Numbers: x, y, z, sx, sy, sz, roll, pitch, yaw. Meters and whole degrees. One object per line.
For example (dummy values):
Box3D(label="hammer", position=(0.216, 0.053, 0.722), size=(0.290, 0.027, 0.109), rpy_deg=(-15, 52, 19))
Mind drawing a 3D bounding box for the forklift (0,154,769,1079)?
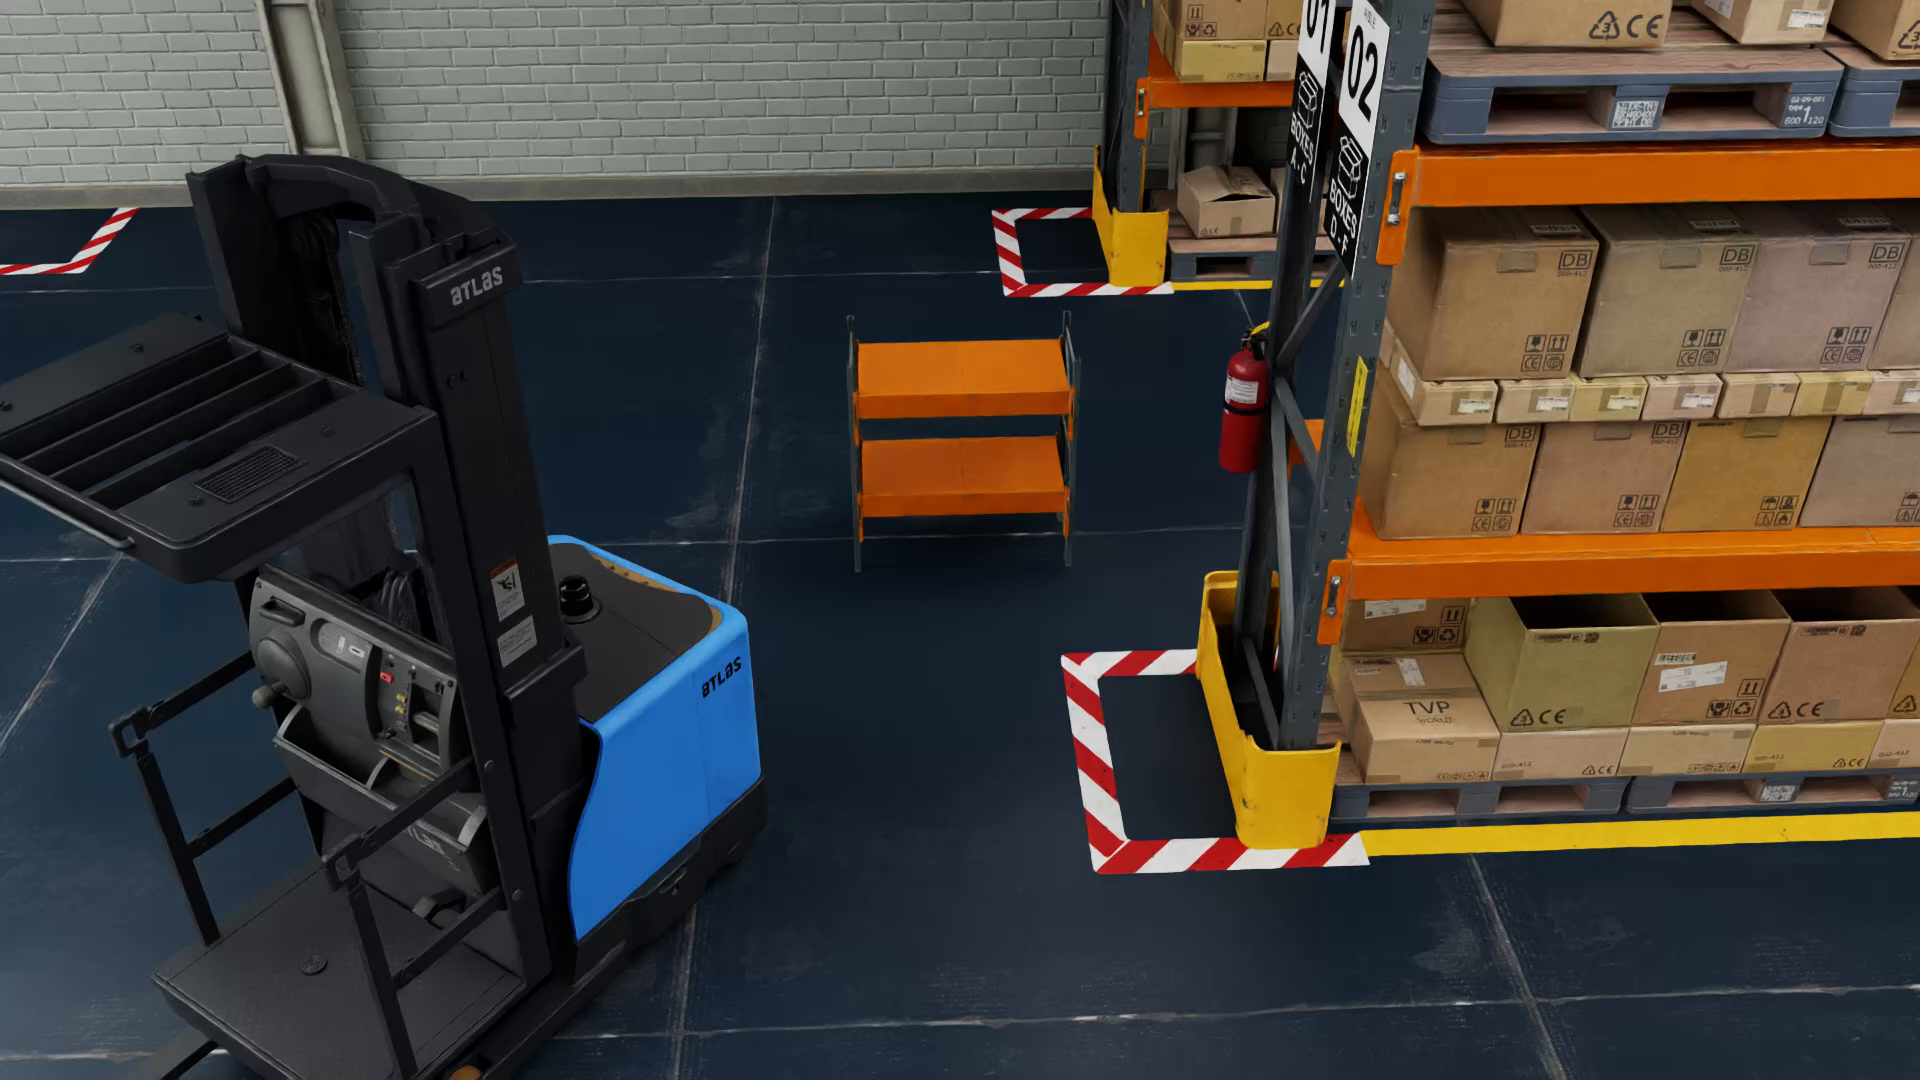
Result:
Box3D(label="forklift", position=(-1.990, 0.482, 4.978), size=(1.130, 2.935, 3.031), rpy_deg=(21, 40, 27))

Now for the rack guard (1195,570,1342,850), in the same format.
Box3D(label="rack guard", position=(1.244, 0.669, 6.843), size=(0.348, 0.500, 1.175), rpy_deg=(-2, 35, -2))

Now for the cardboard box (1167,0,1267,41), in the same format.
Box3D(label="cardboard box", position=(1.521, -3.272, 9.797), size=(0.500, 0.500, 0.500), rpy_deg=(-1, 35, -2))

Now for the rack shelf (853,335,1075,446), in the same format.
Box3D(label="rack shelf", position=(0.007, -0.703, 7.764), size=(1.000, 0.278, 0.538), rpy_deg=(-2, 35, -2))

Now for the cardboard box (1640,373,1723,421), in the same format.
Box3D(label="cardboard box", position=(2.436, -0.575, 5.787), size=(0.250, 0.149, 0.380), rpy_deg=(-2, 35, -3))

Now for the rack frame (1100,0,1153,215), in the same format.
Box3D(label="rack frame", position=(1.030, -3.175, 10.202), size=(0.127, 3.000, 1.000), rpy_deg=(-2, 35, -2))

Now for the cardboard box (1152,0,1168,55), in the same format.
Box3D(label="cardboard box", position=(1.488, -3.244, 10.416), size=(0.500, 0.250, 0.500), rpy_deg=(-1, 35, -2))

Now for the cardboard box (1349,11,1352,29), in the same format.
Box3D(label="cardboard box", position=(2.532, -3.290, 9.823), size=(0.500, 0.500, 0.500), rpy_deg=(-3, 35, -4))

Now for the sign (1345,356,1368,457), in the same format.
Box3D(label="sign", position=(1.289, -0.432, 5.408), size=(0.005, 0.325, 0.100), rpy_deg=(-2, 35, -2))

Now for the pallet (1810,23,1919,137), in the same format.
Box3D(label="pallet", position=(3.198, -1.595, 5.361), size=(1.213, 0.211, 1.003), rpy_deg=(-2, 35, -2))

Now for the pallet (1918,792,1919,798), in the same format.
Box3D(label="pallet", position=(4.468, 0.677, 7.086), size=(1.213, 0.211, 1.003), rpy_deg=(-2, 35, -2))

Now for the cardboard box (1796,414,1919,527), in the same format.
Box3D(label="cardboard box", position=(3.282, -0.449, 6.175), size=(0.500, 0.500, 0.700), rpy_deg=(-1, 35, -1))

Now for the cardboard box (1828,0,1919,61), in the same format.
Box3D(label="cardboard box", position=(2.940, -1.753, 4.932), size=(0.500, 0.500, 0.500), rpy_deg=(-2, 35, -2))

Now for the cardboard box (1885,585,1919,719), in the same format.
Box3D(label="cardboard box", position=(3.812, 0.342, 6.508), size=(0.500, 0.500, 0.500), rpy_deg=(-2, 35, -2))

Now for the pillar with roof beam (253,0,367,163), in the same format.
Box3D(label="pillar with roof beam", position=(-4.101, -3.543, 5.463), size=(0.400, 9.000, 9.100), rpy_deg=(-2, 35, -2))

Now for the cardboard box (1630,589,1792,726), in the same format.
Box3D(label="cardboard box", position=(2.813, 0.367, 6.472), size=(0.500, 0.500, 0.500), rpy_deg=(-2, 35, -2))

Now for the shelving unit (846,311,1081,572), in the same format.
Box3D(label="shelving unit", position=(0.007, -0.463, 7.930), size=(1.048, 1.125, 0.538), rpy_deg=(-2, 35, -2))

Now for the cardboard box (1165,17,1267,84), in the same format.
Box3D(label="cardboard box", position=(1.533, -2.954, 9.997), size=(0.500, 0.250, 0.500), rpy_deg=(-3, 35, -4))

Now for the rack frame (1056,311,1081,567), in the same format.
Box3D(label="rack frame", position=(0.515, -0.476, 7.950), size=(0.032, 1.125, 0.500), rpy_deg=(-2, 35, -2))

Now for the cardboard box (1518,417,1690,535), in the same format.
Box3D(label="cardboard box", position=(2.260, -0.422, 6.137), size=(0.500, 0.500, 0.700), rpy_deg=(-1, 35, -1))

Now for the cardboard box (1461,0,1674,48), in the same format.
Box3D(label="cardboard box", position=(1.843, -1.878, 5.109), size=(0.637, 0.503, 0.797), rpy_deg=(1, 35, 1))

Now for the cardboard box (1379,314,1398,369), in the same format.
Box3D(label="cardboard box", position=(1.641, -0.785, 6.091), size=(0.250, 0.149, 0.380), rpy_deg=(-2, 35, -3))

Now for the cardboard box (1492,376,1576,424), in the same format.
Box3D(label="cardboard box", position=(1.934, -0.564, 5.771), size=(0.250, 0.149, 0.380), rpy_deg=(-2, 35, -3))

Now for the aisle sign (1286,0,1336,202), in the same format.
Box3D(label="aisle sign", position=(1.189, -1.593, 5.632), size=(0.004, 0.787, 0.394), rpy_deg=(-2, 35, -2))

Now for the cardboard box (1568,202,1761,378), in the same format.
Box3D(label="cardboard box", position=(2.313, -0.958, 5.770), size=(0.500, 0.500, 0.700), rpy_deg=(-2, 35, -3))

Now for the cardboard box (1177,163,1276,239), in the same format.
Box3D(label="cardboard box", position=(1.726, -2.218, 10.795), size=(0.500, 0.311, 0.500), rpy_deg=(-5, 35, -8))

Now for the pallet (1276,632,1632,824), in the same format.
Box3D(label="pallet", position=(2.030, 0.743, 6.991), size=(1.213, 0.211, 1.003), rpy_deg=(-2, 35, -2))

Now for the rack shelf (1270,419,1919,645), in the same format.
Box3D(label="rack shelf", position=(3.266, -0.117, 6.415), size=(4.000, 0.370, 1.077), rpy_deg=(-2, 35, -2))

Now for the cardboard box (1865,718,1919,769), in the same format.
Box3D(label="cardboard box", position=(3.812, 0.658, 6.711), size=(0.500, 0.250, 0.500), rpy_deg=(-2, 35, -2))

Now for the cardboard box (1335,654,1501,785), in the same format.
Box3D(label="cardboard box", position=(1.815, 0.711, 6.634), size=(0.500, 0.250, 0.500), rpy_deg=(-2, 35, -2))

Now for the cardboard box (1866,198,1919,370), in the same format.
Box3D(label="cardboard box", position=(3.317, -0.985, 5.810), size=(0.500, 0.500, 0.700), rpy_deg=(-2, 35, -2))

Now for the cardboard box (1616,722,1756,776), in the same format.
Box3D(label="cardboard box", position=(2.813, 0.682, 6.676), size=(0.500, 0.250, 0.500), rpy_deg=(-2, 35, -2))

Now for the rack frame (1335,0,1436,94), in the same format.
Box3D(label="rack frame", position=(1.268, -2.826, 4.426), size=(0.127, 3.000, 1.000), rpy_deg=(-2, 35, -2))

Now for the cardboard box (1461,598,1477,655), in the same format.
Box3D(label="cardboard box", position=(2.289, 0.396, 7.089), size=(0.500, 0.250, 0.500), rpy_deg=(-2, 35, -2))

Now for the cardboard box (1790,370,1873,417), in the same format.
Box3D(label="cardboard box", position=(2.957, -0.591, 5.810), size=(0.250, 0.149, 0.380), rpy_deg=(-2, 35, -3))
